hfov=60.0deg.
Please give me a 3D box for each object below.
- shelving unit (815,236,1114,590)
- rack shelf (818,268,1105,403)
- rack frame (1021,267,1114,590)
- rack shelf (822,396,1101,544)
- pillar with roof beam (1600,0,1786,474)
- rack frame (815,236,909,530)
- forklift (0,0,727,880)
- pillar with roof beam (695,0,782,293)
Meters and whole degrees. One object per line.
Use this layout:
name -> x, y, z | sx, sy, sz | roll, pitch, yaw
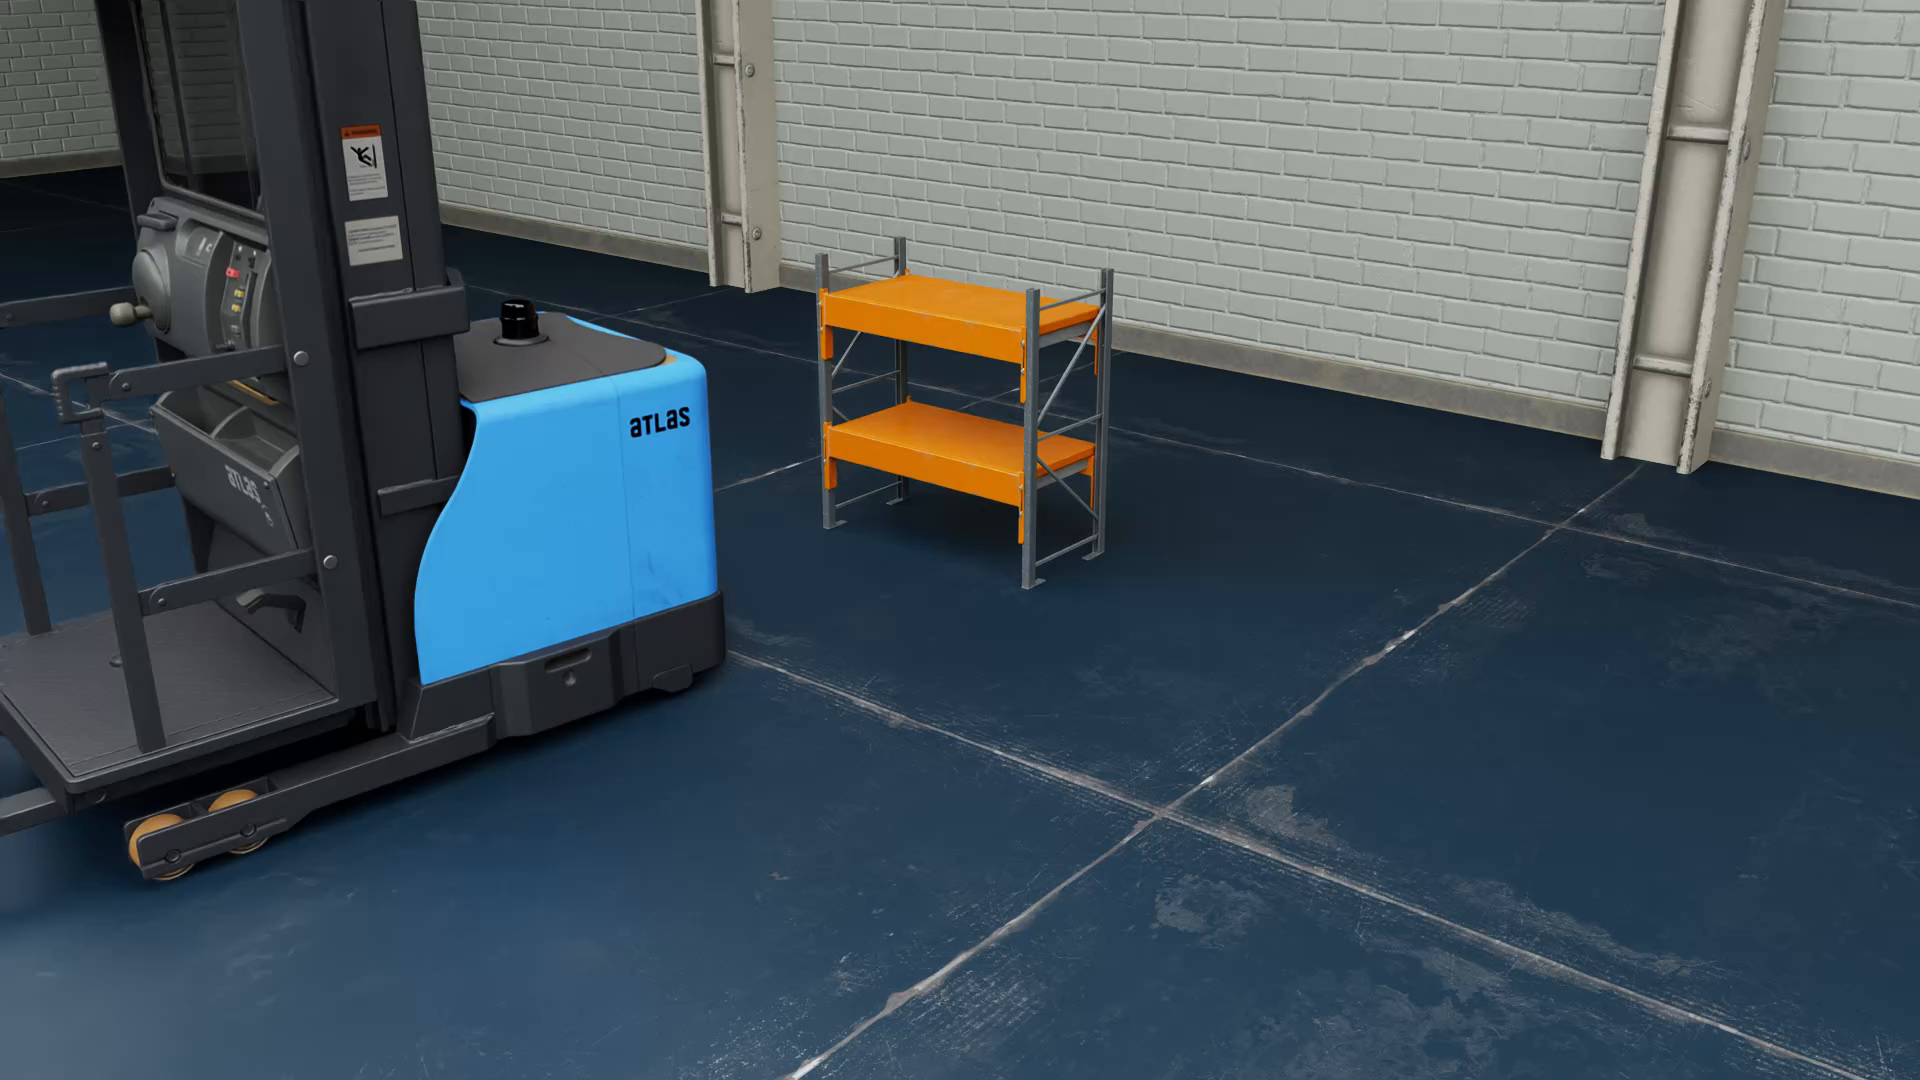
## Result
shelving unit -> 0.005, -0.525, 6.466 | 1.048, 1.125, 0.538 | 16, 26, 36
rack shelf -> 0.005, -0.799, 6.362 | 1.000, 0.278, 0.538 | 16, 26, 36
rack frame -> 0.399, -0.411, 6.165 | 0.032, 1.125, 0.500 | 16, 26, 36
rack shelf -> 0.005, -0.296, 6.552 | 1.000, 0.278, 0.538 | 16, 26, 36
pillar with roof beam -> 0.484, -3.413, 2.964 | 0.400, 9.000, 9.100 | 16, 26, 36
rack frame -> -0.389, -0.638, 6.766 | 0.032, 1.125, 0.500 | 16, 26, 36
forklift -> -2.195, -0.695, 4.358 | 3.031, 2.935, 1.130 | -18, 27, -39
pillar with roof beam -> -4.164, -4.751, 6.514 | 0.400, 9.000, 9.100 | 16, 26, 36
